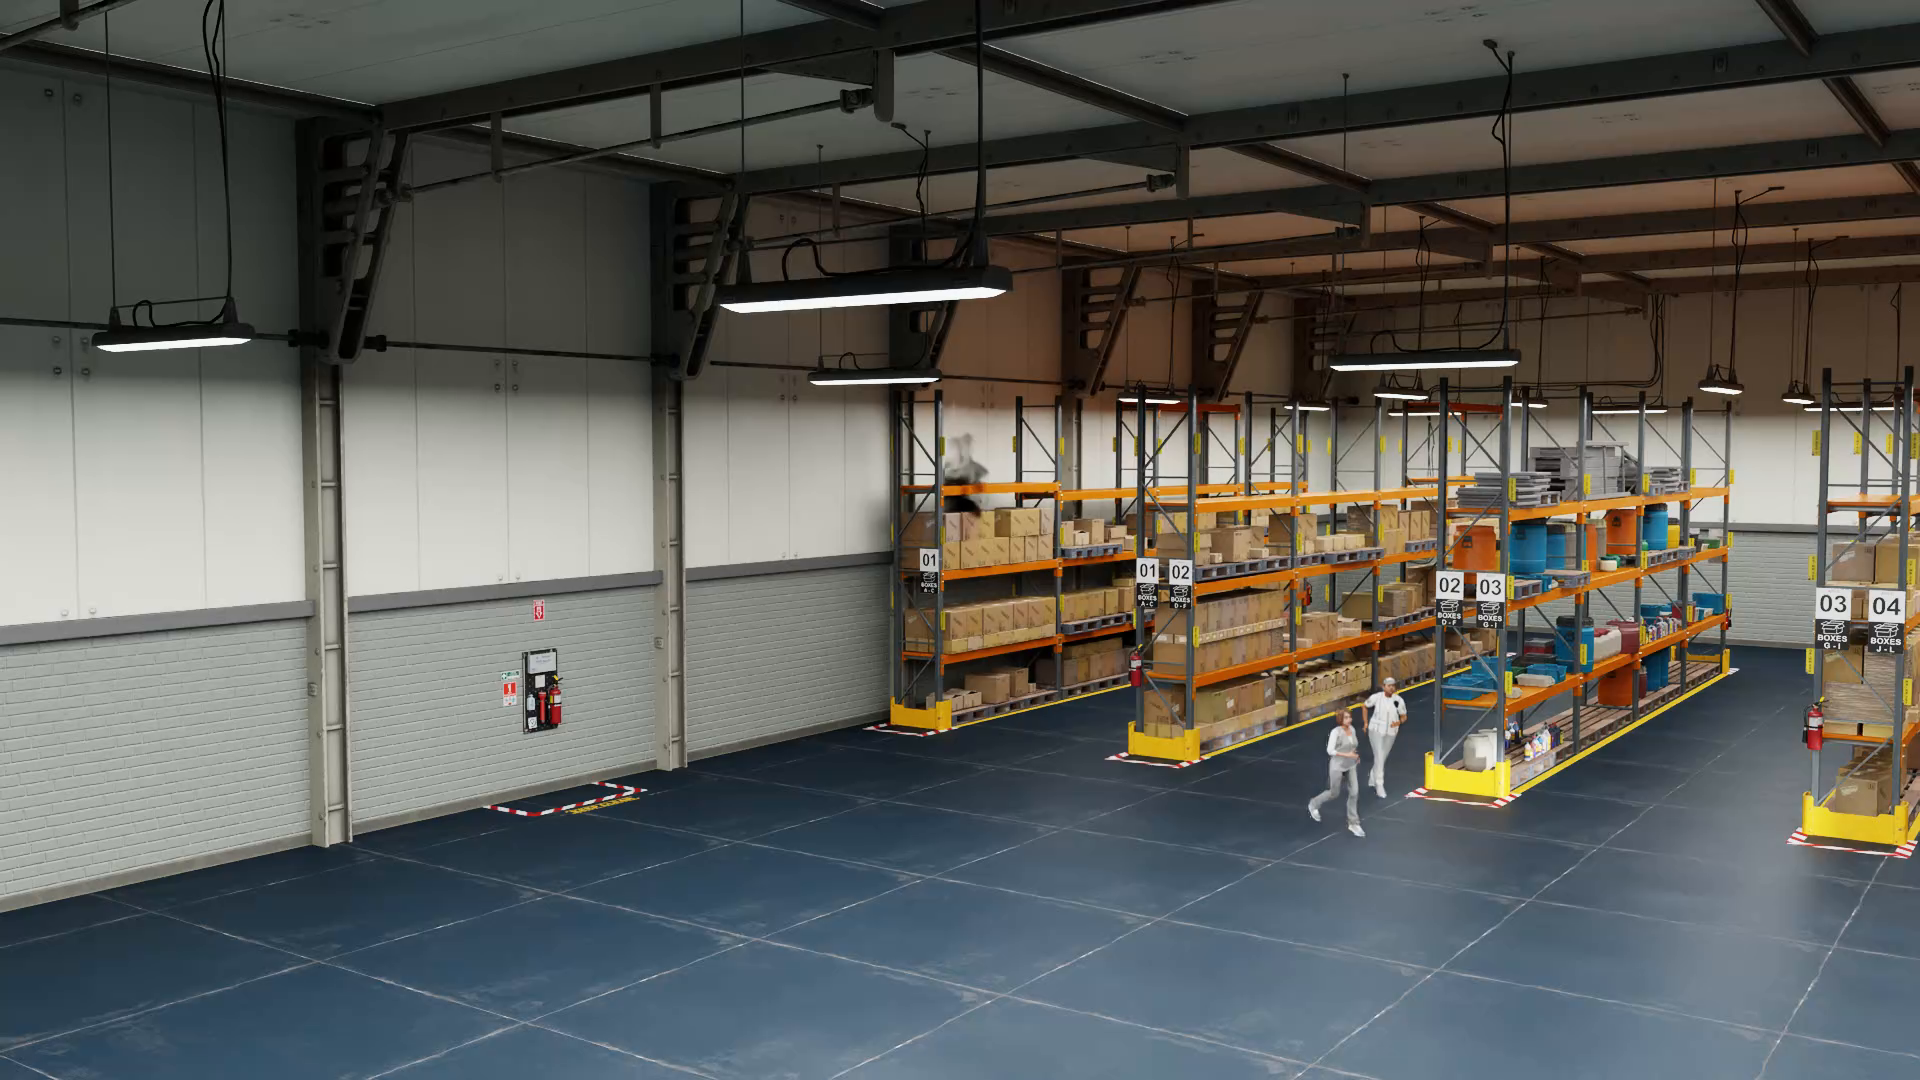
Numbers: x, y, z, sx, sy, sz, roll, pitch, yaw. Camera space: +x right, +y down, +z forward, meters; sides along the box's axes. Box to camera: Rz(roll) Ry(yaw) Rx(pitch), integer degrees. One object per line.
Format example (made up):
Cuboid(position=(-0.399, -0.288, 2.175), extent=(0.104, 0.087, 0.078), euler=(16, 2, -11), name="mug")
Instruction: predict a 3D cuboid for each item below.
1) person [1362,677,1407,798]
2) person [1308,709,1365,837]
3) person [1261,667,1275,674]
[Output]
Cuboid(position=(6.169, 2.820, 24.078), extent=(0.588, 1.663, 0.826), euler=(0, 3, -1), name="person")
Cuboid(position=(4.939, 2.986, 21.624), extent=(0.551, 1.606, 0.886), euler=(-2, 4, -28), name="person")
Cuboid(position=(6.394, 2.205, 34.925), extent=(0.690, 1.690, 0.657), euler=(2, 4, 36), name="person")
